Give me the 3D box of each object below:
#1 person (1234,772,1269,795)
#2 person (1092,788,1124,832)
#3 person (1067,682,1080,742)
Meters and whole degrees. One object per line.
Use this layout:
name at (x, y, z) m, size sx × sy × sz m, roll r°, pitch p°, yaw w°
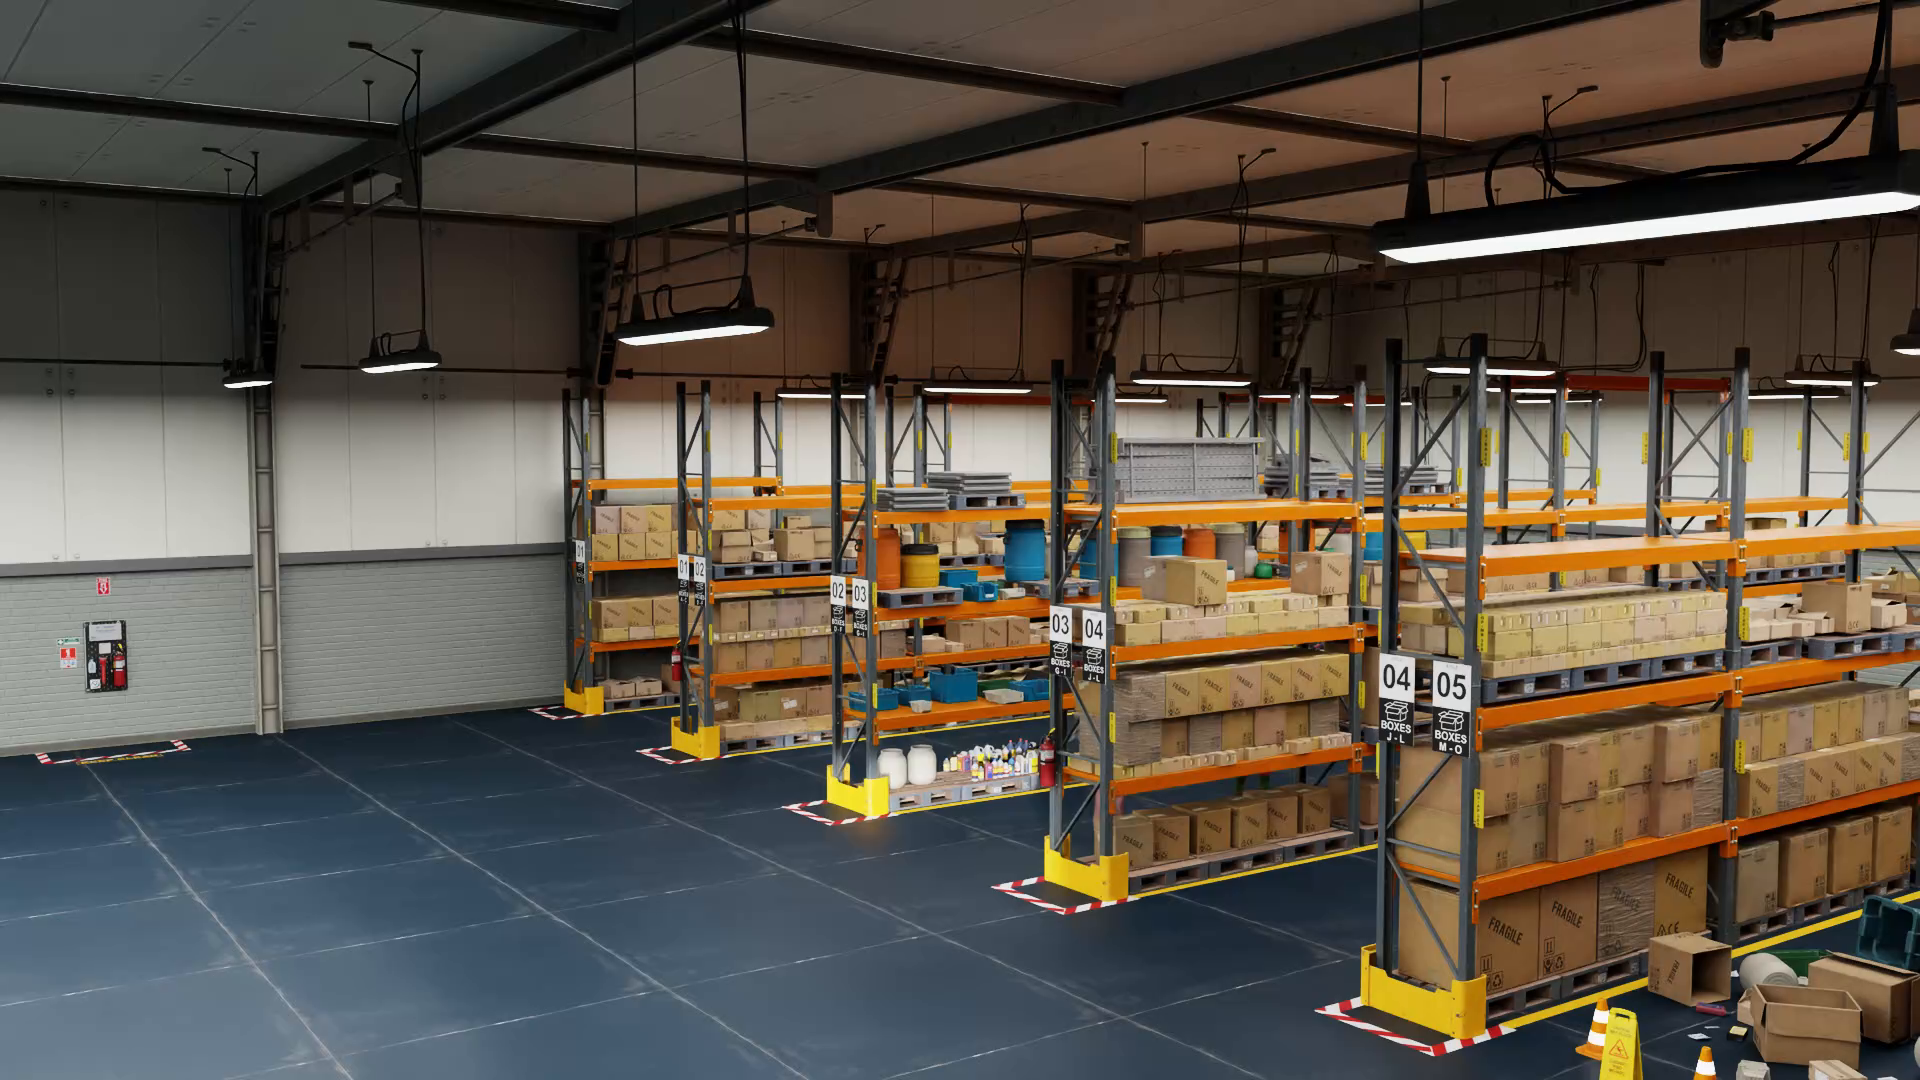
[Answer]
person at (4.154, 2.748, 23.754) m, size 0.622 × 1.786 × 0.502 m, roll -1°, pitch 4°, yaw -21°
person at (1.957, 2.955, 21.525) m, size 0.473 × 1.682 × 0.411 m, roll -1°, pitch 4°, yaw -10°
person at (2.244, 2.516, 28.036) m, size 1.003 × 1.737 × 0.557 m, roll -3°, pitch 5°, yaw -36°
